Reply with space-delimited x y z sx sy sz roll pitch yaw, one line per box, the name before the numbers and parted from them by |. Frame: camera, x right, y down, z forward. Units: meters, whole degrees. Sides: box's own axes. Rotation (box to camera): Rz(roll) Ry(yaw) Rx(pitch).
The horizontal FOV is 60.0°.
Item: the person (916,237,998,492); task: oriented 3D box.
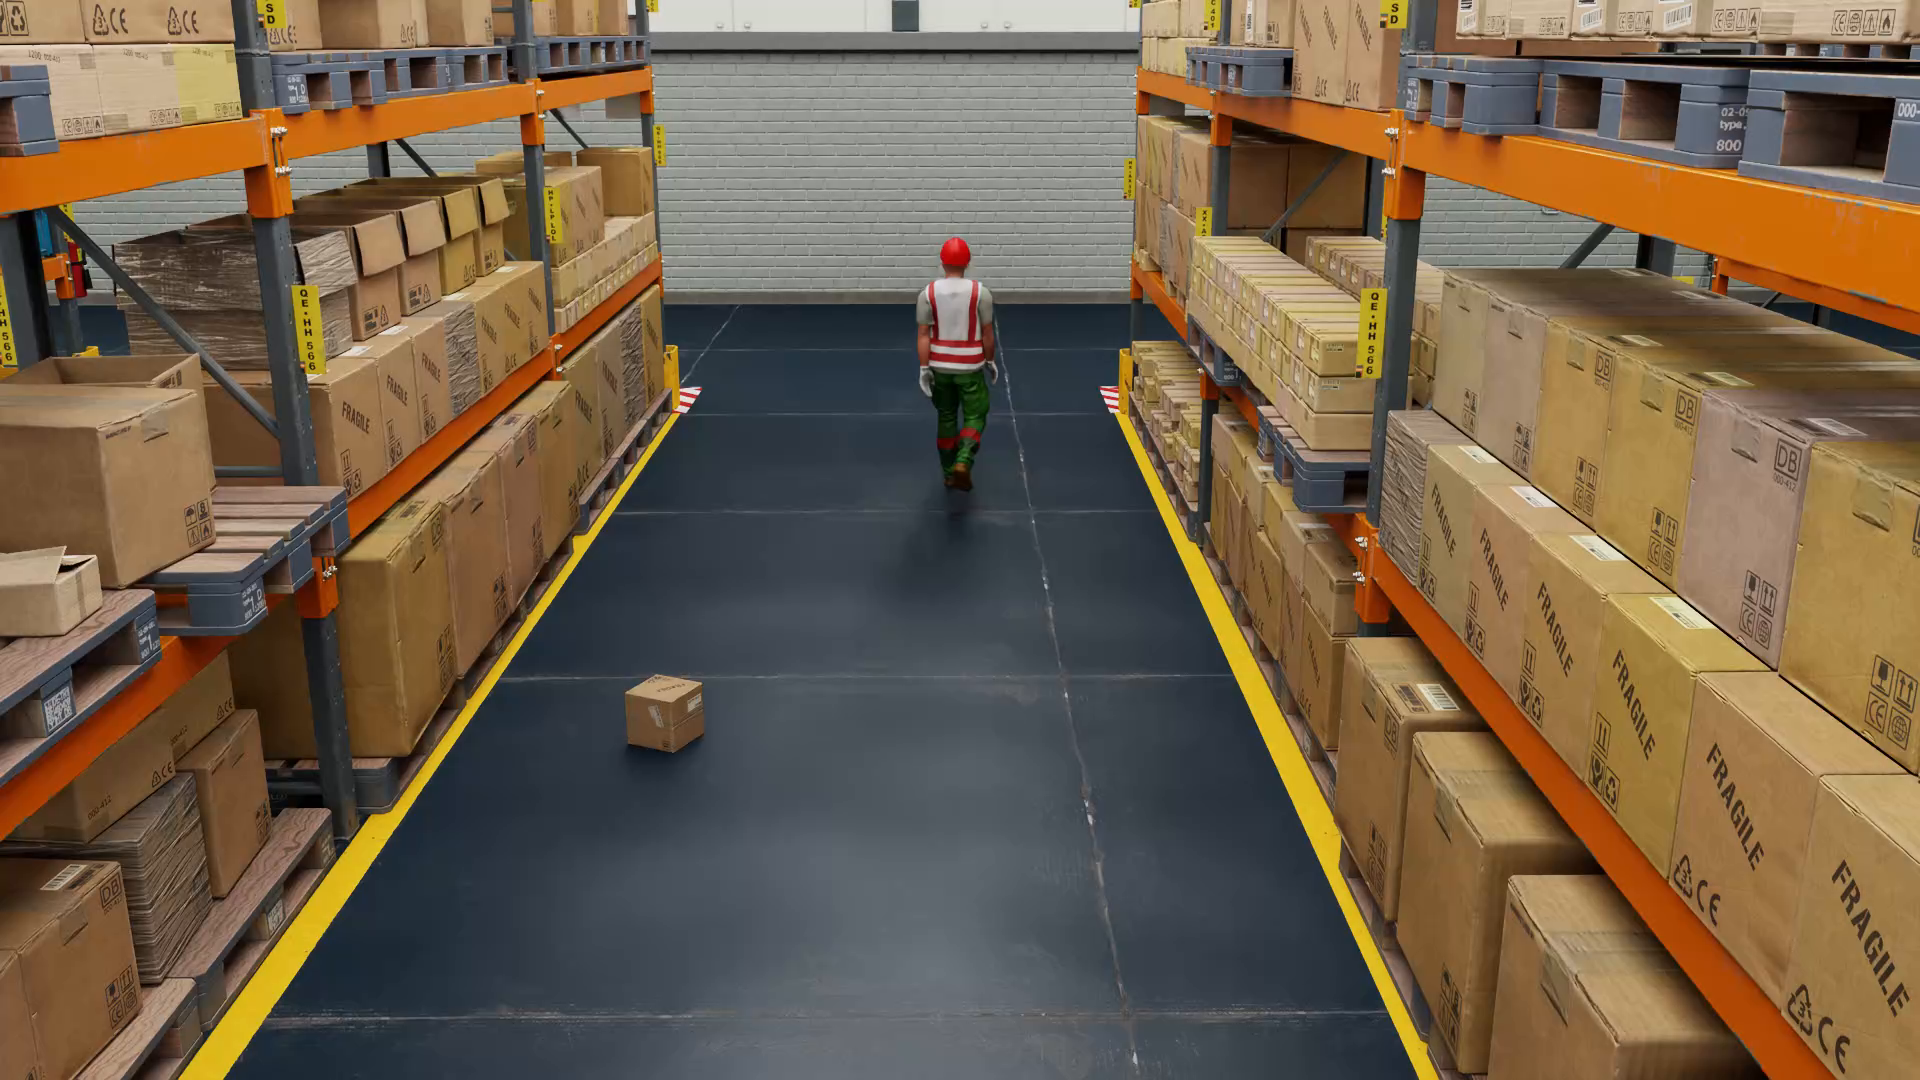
person | -0.019 -1.178 11.347 0.532 1.763 0.860 3 17 10
